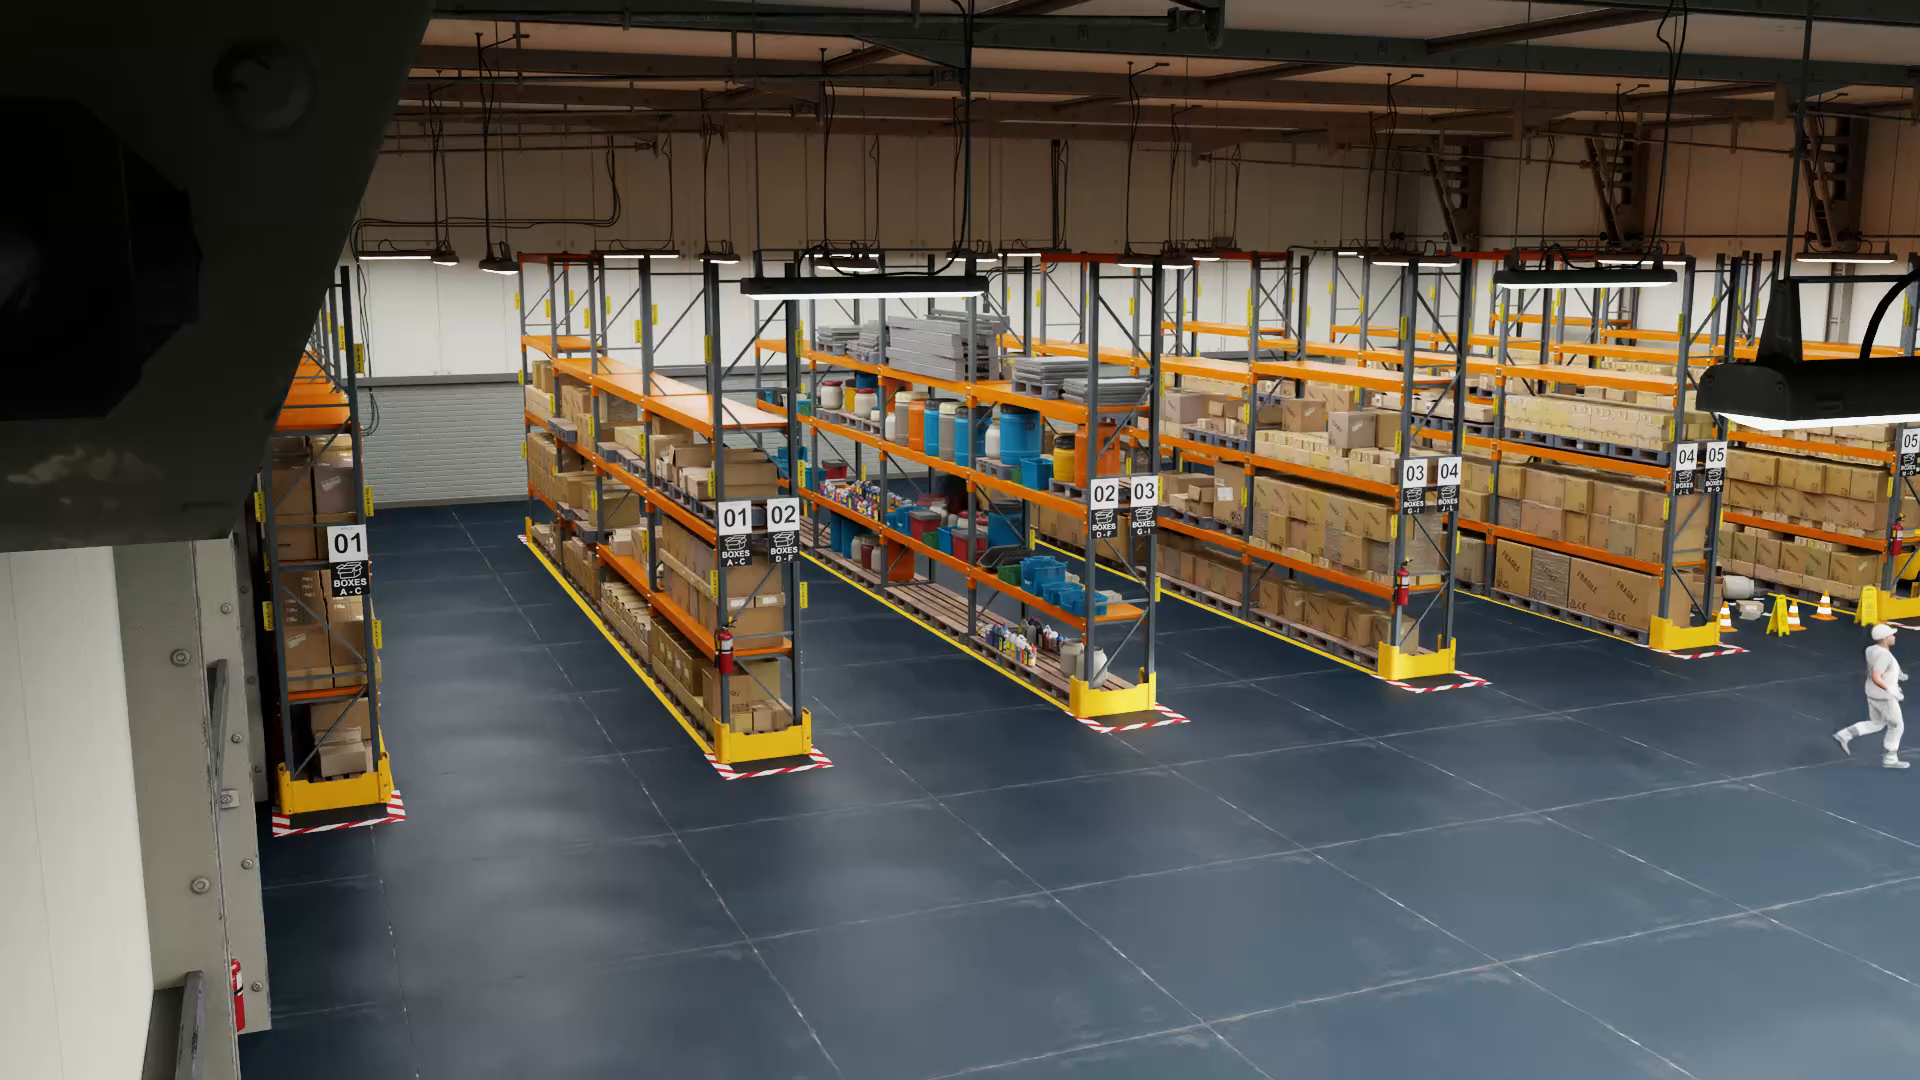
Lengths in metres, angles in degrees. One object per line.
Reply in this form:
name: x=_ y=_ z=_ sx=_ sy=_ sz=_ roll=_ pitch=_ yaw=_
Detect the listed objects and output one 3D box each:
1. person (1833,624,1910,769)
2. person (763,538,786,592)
person: x=11.007 y=1.872 z=19.939 sx=0.849 sy=1.758 sz=0.668 roll=2 pitch=11 yaw=12
person: x=-3.223 y=0.015 z=28.716 sx=0.699 sy=1.828 sz=0.670 roll=-5 pitch=12 yaw=-26
